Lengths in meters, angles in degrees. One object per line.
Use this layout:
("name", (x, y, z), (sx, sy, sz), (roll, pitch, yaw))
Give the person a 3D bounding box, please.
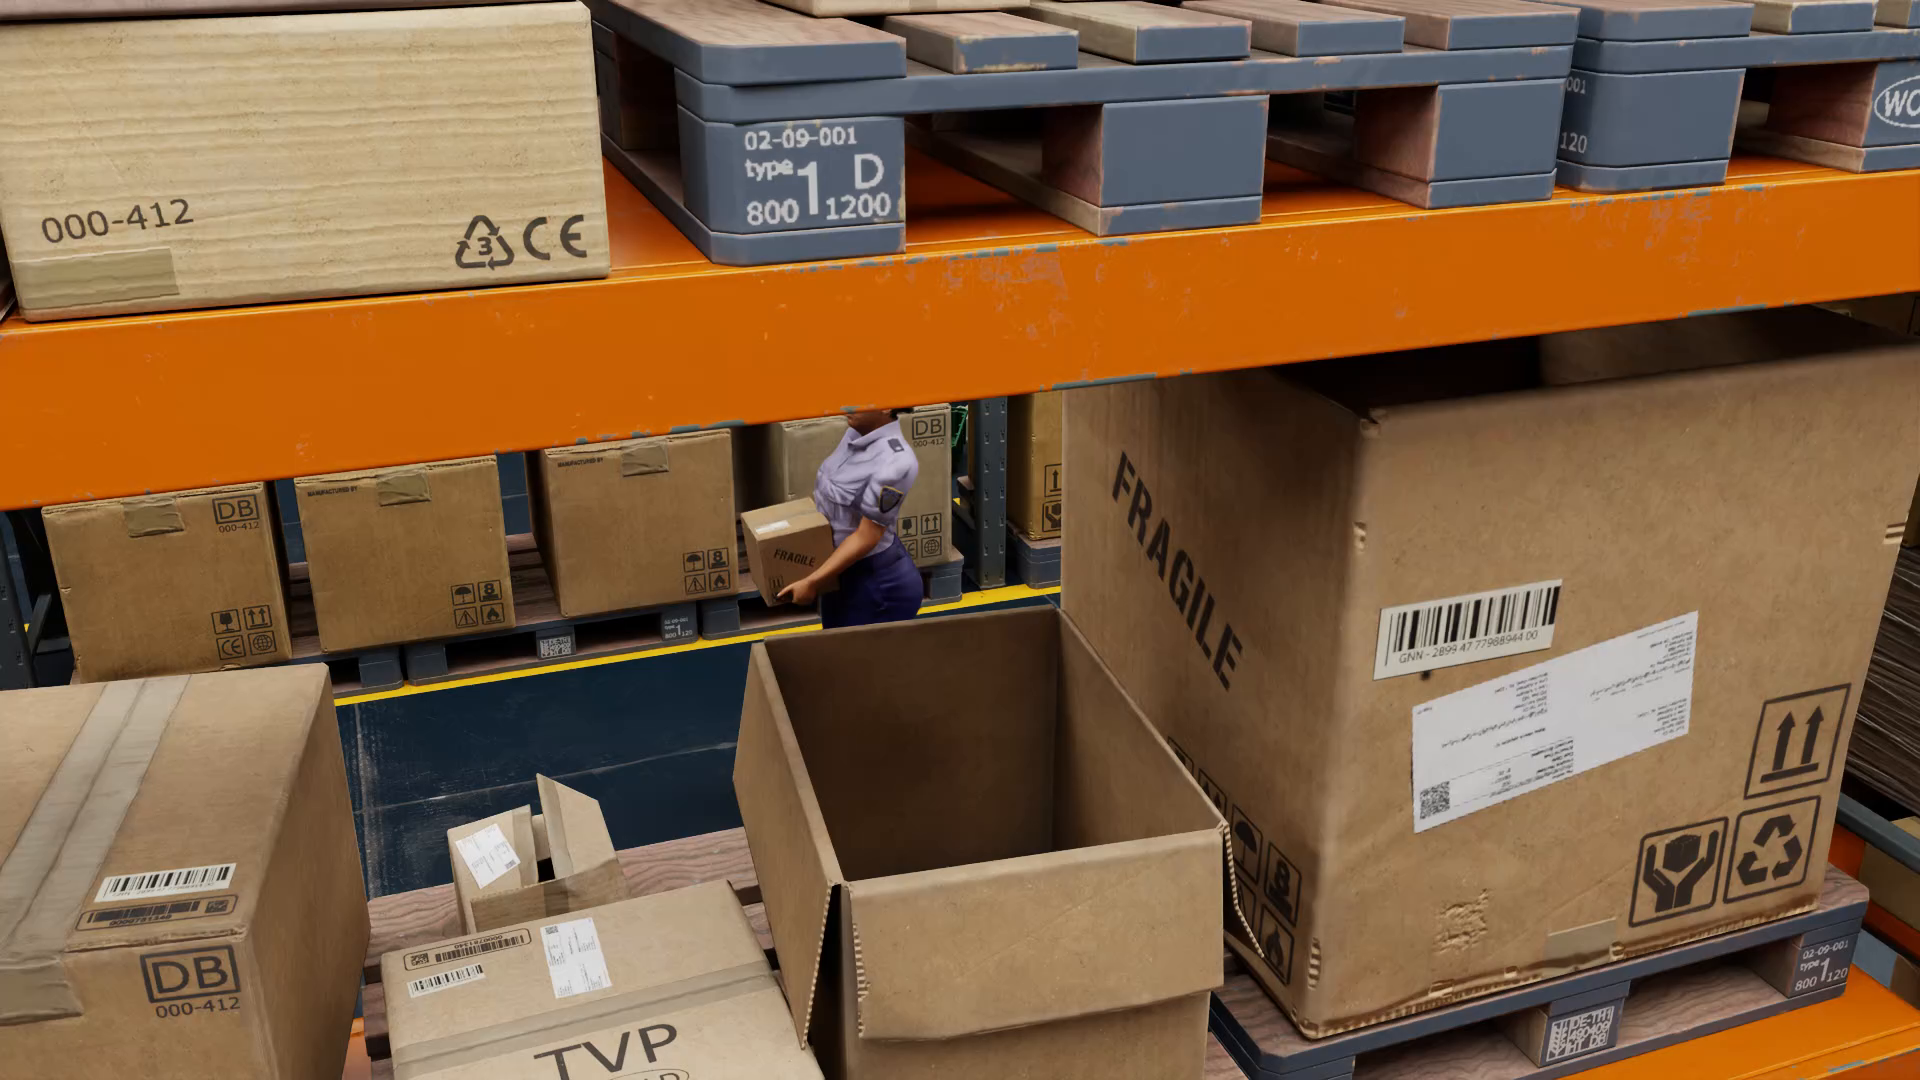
("person", (-0.399, 0.183, 5.706), (0.523, 1.624, 0.453), (-8, 24, -18))
